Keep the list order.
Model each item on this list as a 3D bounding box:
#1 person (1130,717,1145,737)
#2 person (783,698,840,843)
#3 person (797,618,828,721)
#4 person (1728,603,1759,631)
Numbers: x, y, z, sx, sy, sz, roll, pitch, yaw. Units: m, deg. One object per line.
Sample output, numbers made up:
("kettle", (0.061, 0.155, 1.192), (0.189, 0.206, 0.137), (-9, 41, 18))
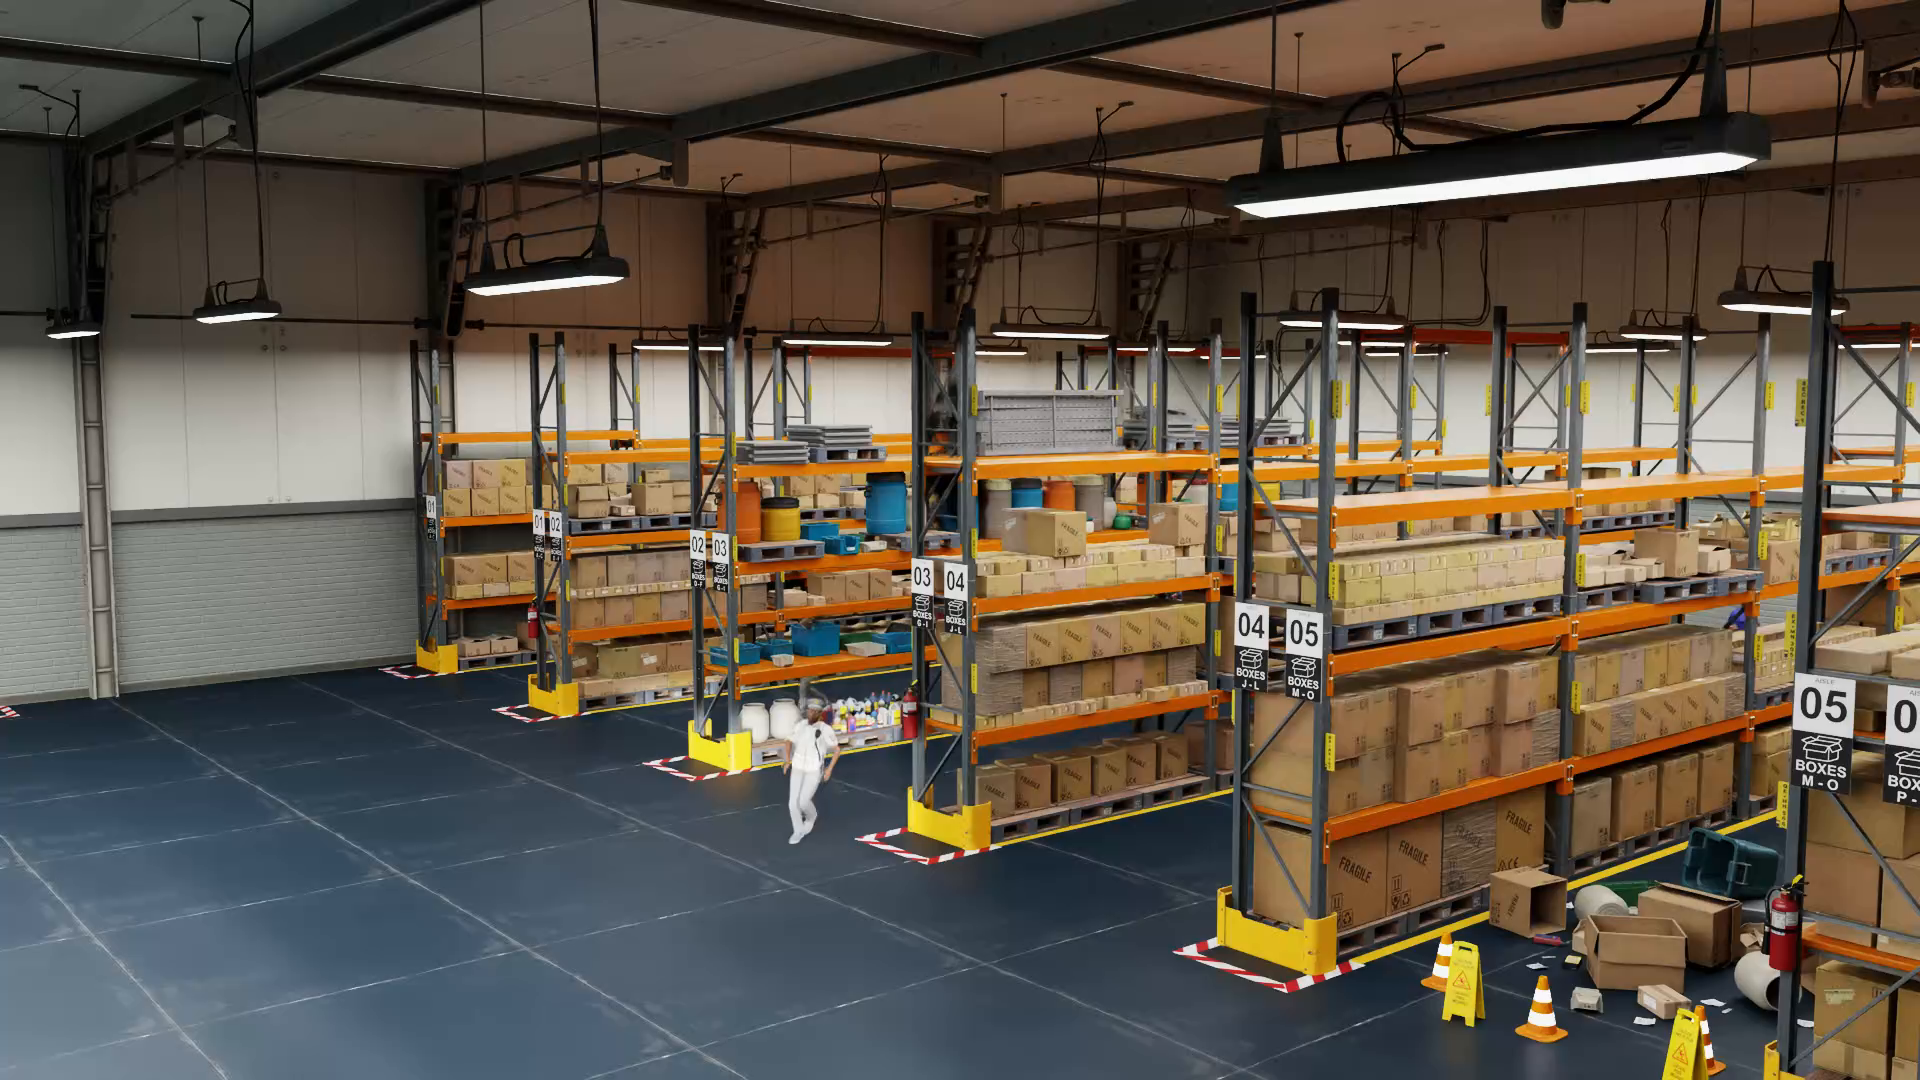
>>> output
("person", (2.595, 2.076, 24.158), (0.695, 1.727, 0.603), (4, 7, 37))
("person", (-1.720, 2.616, 18.831), (0.637, 1.656, 0.487), (2, 6, 18))
("person", (-2.342, 1.994, 25.603), (0.538, 1.605, 0.877), (5, 7, 41))
("person", (13.392, 1.751, 28.317), (0.574, 1.636, 0.559), (0, 5, 4))
